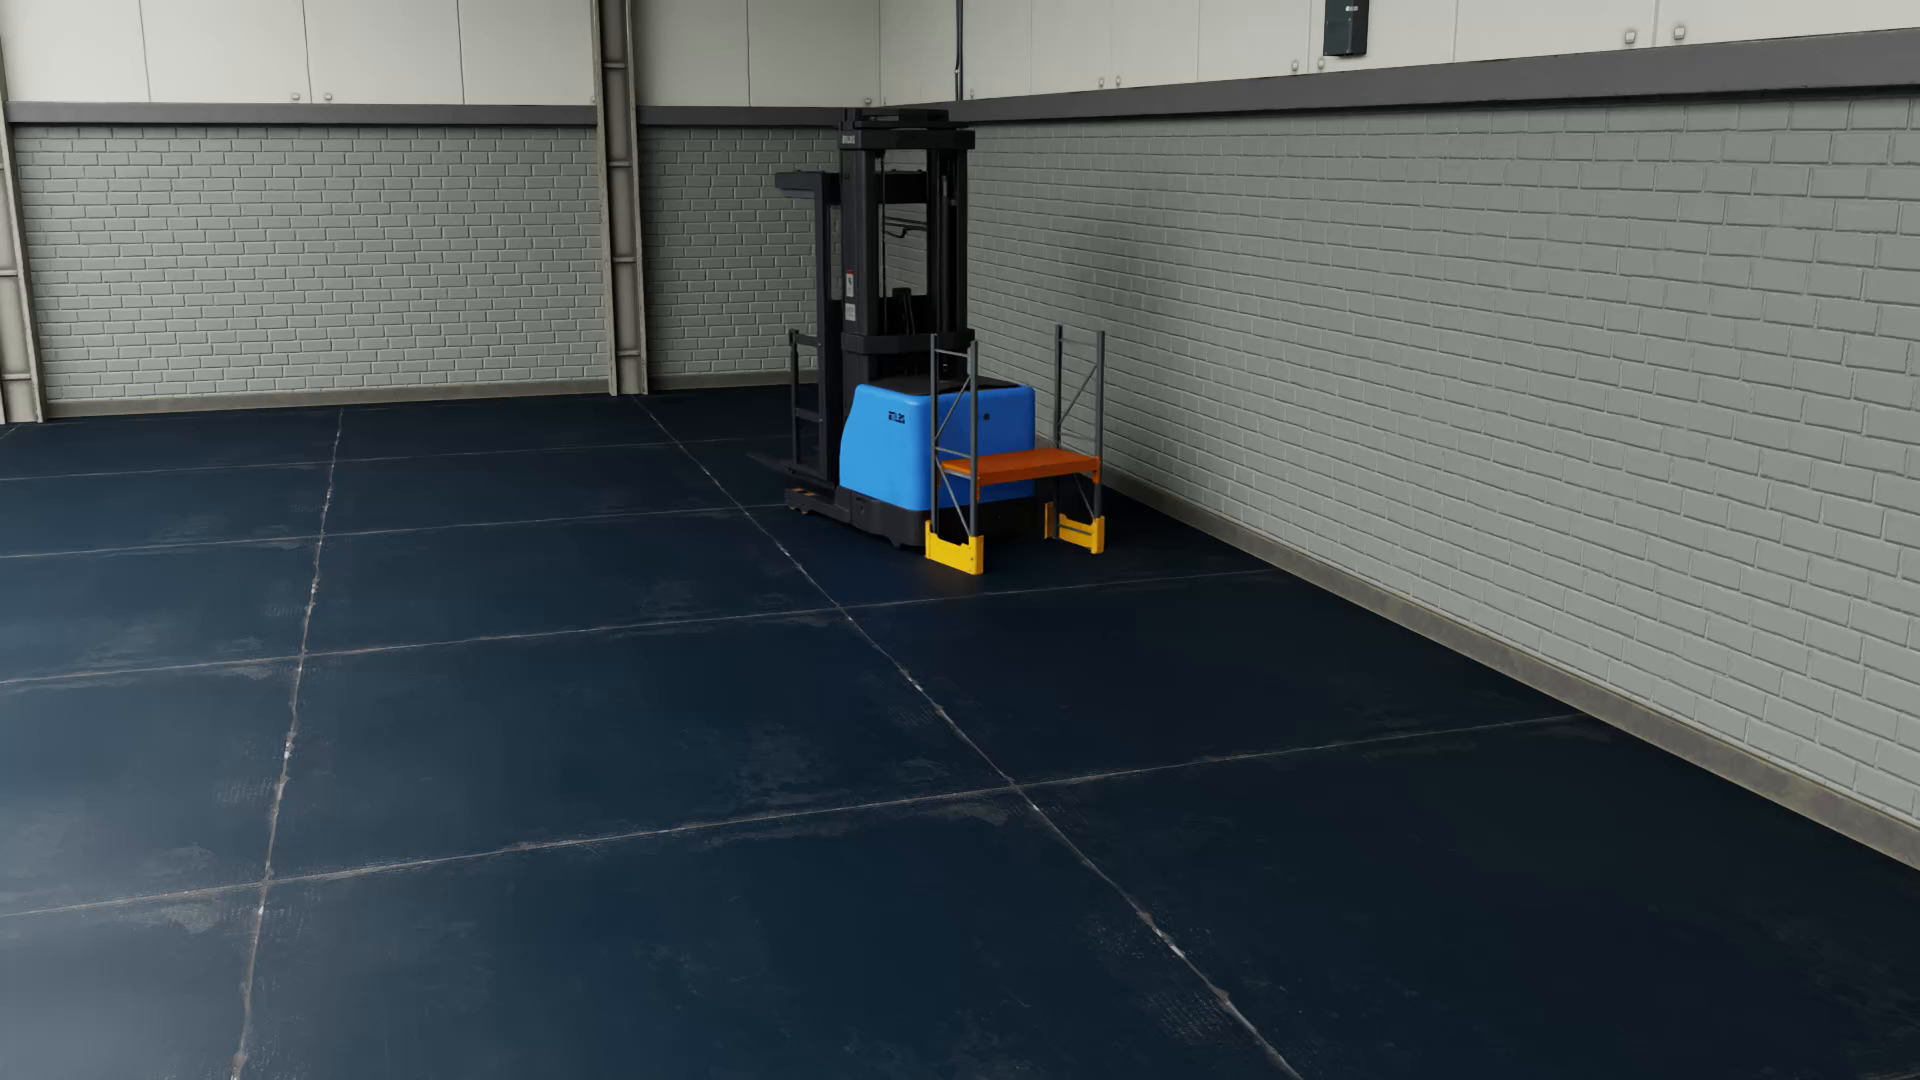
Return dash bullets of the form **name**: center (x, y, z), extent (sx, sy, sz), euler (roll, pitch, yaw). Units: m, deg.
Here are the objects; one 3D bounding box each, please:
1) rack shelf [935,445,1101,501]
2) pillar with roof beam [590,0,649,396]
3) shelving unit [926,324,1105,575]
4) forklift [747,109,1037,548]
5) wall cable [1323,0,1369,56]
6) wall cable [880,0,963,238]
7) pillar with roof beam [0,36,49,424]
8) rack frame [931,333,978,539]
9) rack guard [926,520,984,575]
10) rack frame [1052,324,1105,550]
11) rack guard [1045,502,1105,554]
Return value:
- **rack shelf**: center (0.381, -0.454, 11.089), extent (1.000, 0.185, 0.538), euler (-9, 16, -33)
- **pillar with roof beam**: center (-2.320, -5.072, 13.518), extent (0.400, 9.000, 9.100), euler (-4, 14, -18)
- **shelving unit**: center (0.374, -0.628, 11.043), extent (1.083, 1.500, 0.587), euler (-9, 16, -33)
- **forklift**: center (-0.670, -1.666, 12.313), extent (1.130, 2.935, 3.031), euler (-8, 16, -31)
- **wall cable**: center (2.534, -5.514, 8.031), extent (0.169, 6.003, 2.305), euler (-4, 14, -18)
- **wall cable**: center (-0.479, -4.433, 17.542), extent (0.112, 2.526, 3.097), euler (-4, 14, -18)
- **pillar with roof beam**: center (-8.006, -4.629, 11.657), extent (0.400, 9.000, 9.100), euler (-4, 14, -18)
- **rack frame**: center (-0.039, -0.563, 10.770), extent (0.032, 1.500, 0.500), euler (-9, 16, -33)
- **rack guard**: center (-0.038, 0.045, 10.915), extent (0.087, 0.250, 0.587), euler (-9, 16, -33)
- **rack frame**: center (0.802, -0.696, 11.326), extent (0.032, 1.500, 0.500), euler (-9, 16, -33)
- **rack guard**: center (0.786, -0.085, 11.460), extent (0.087, 0.250, 0.587), euler (-9, 16, -33)
